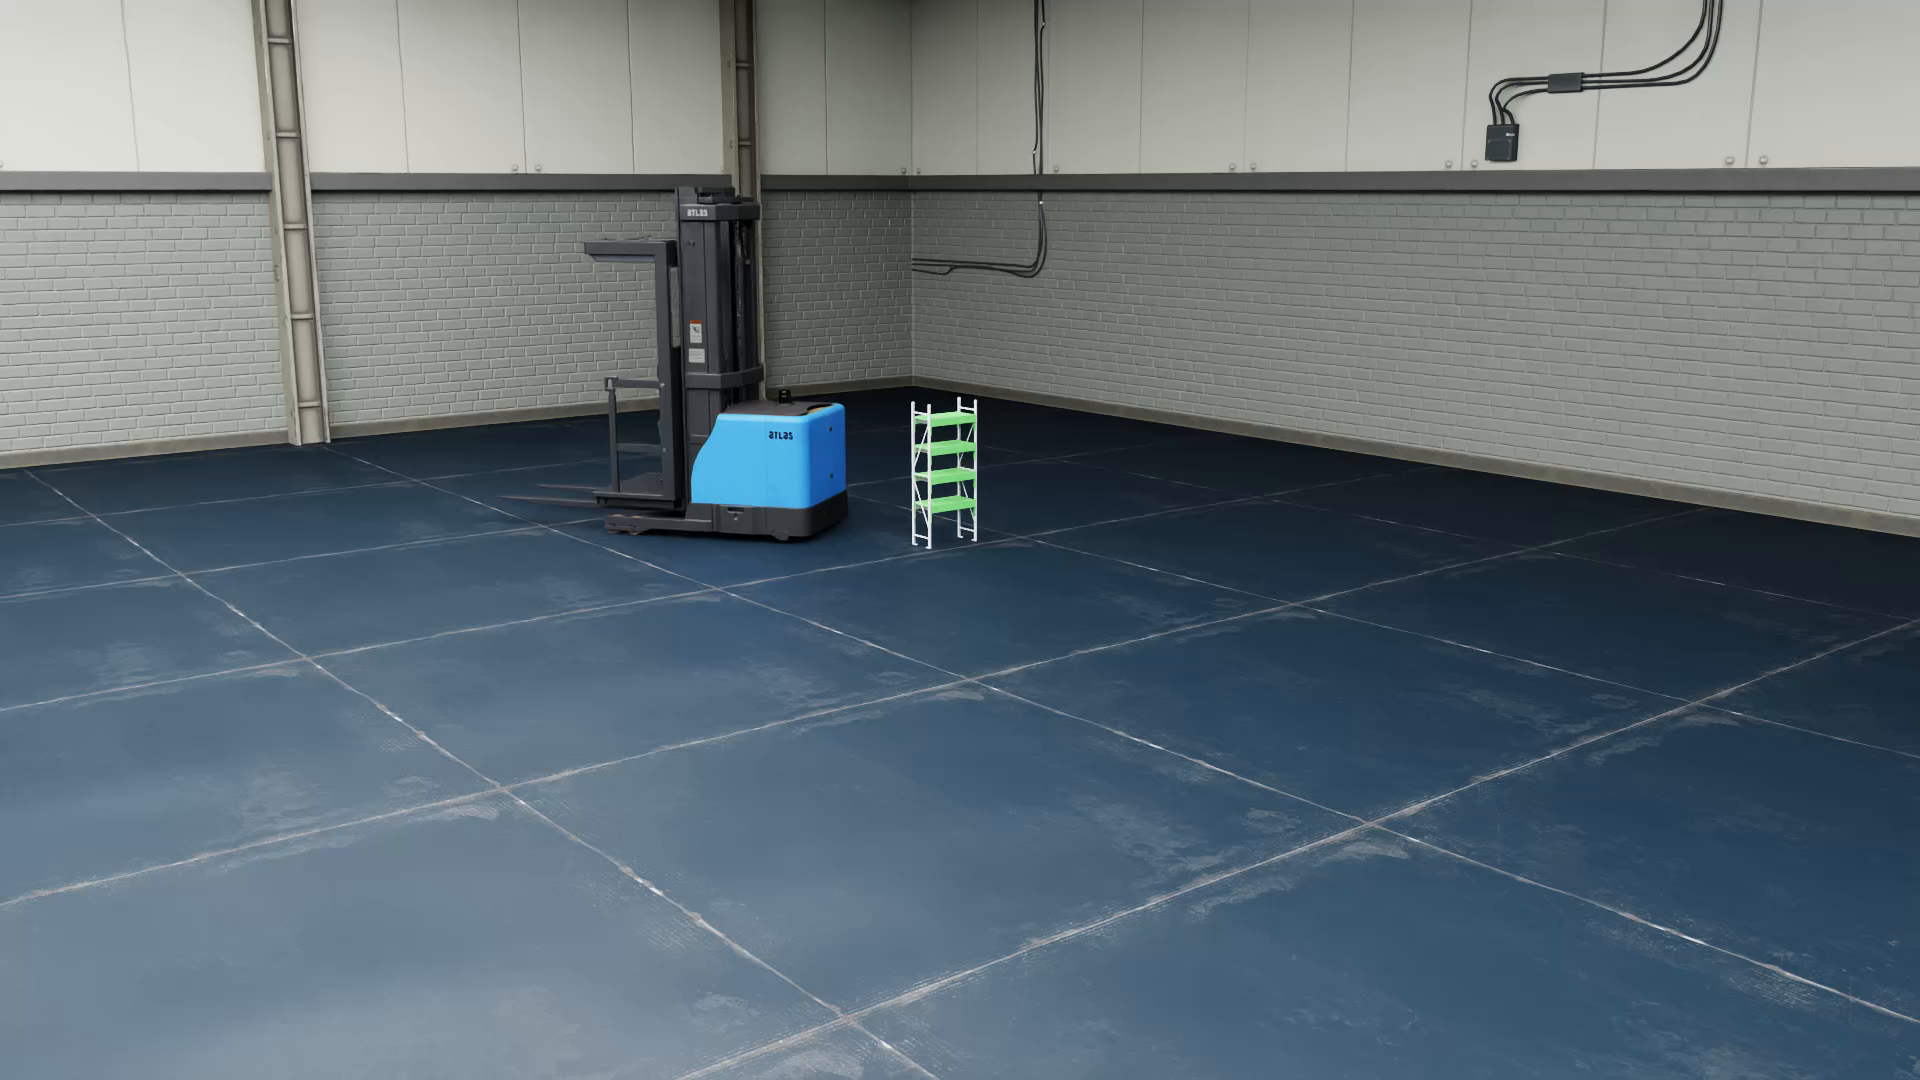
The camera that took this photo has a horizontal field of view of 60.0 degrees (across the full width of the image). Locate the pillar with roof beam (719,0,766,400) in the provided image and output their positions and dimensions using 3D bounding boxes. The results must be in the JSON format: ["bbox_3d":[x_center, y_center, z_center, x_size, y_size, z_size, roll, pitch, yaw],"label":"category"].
[{"bbox_3d":[-0.266,-5.630,18.980,0.400,9.000,9.100,-9,15,-38],"label":"pillar with roof beam"}]

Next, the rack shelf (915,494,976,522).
[{"bbox_3d":[-0.129,-0.268,13.966,0.480,0.148,0.258,-9,15,-38],"label":"rack shelf"}]

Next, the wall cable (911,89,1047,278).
[{"bbox_3d":[0.171,-4.978,23.381,0.112,2.526,3.097,-9,15,-38],"label":"wall cable"}]

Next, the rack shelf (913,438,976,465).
[{"bbox_3d":[-0.129,-0.738,13.866,0.480,0.148,0.258,-9,15,-38],"label":"rack shelf"}]

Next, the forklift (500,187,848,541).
[{"bbox_3d":[-2.572,-1.578,14.502,3.031,2.935,1.130,3,12,16],"label":"forklift"}]

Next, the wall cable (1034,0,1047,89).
[{"bbox_3d":[1.861,-7.009,20.790,0.112,2.526,3.097,-9,15,-38],"label":"wall cable"}]

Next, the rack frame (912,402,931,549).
[{"bbox_3d":[-0.320,-0.534,13.754,0.015,1.200,0.240,-9,15,-38],"label":"rack frame"}]

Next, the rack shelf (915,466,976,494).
[{"bbox_3d":[-0.129,-0.503,13.916,0.480,0.148,0.258,-9,15,-38],"label":"rack shelf"}]

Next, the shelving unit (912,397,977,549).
[{"bbox_3d":[-0.129,-0.565,13.903,0.503,1.200,0.258,-9,15,-38],"label":"shelving unit"}]

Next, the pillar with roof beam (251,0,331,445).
[{"bbox_3d":[-4.951,-4.852,15.313,0.400,9.000,9.100,-9,15,-38],"label":"pillar with roof beam"}]

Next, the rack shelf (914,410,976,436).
[{"bbox_3d":[-0.129,-0.972,13.817,0.480,0.148,0.258,-9,15,-38],"label":"rack shelf"}]

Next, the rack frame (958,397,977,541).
[{"bbox_3d":[0.061,-0.597,14.052,0.015,1.200,0.240,-9,15,-38],"label":"rack frame"}]

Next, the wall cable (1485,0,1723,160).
[{"bbox_3d":[6.090,-6.618,15.444,0.169,6.003,2.305,-9,15,-38],"label":"wall cable"}]
